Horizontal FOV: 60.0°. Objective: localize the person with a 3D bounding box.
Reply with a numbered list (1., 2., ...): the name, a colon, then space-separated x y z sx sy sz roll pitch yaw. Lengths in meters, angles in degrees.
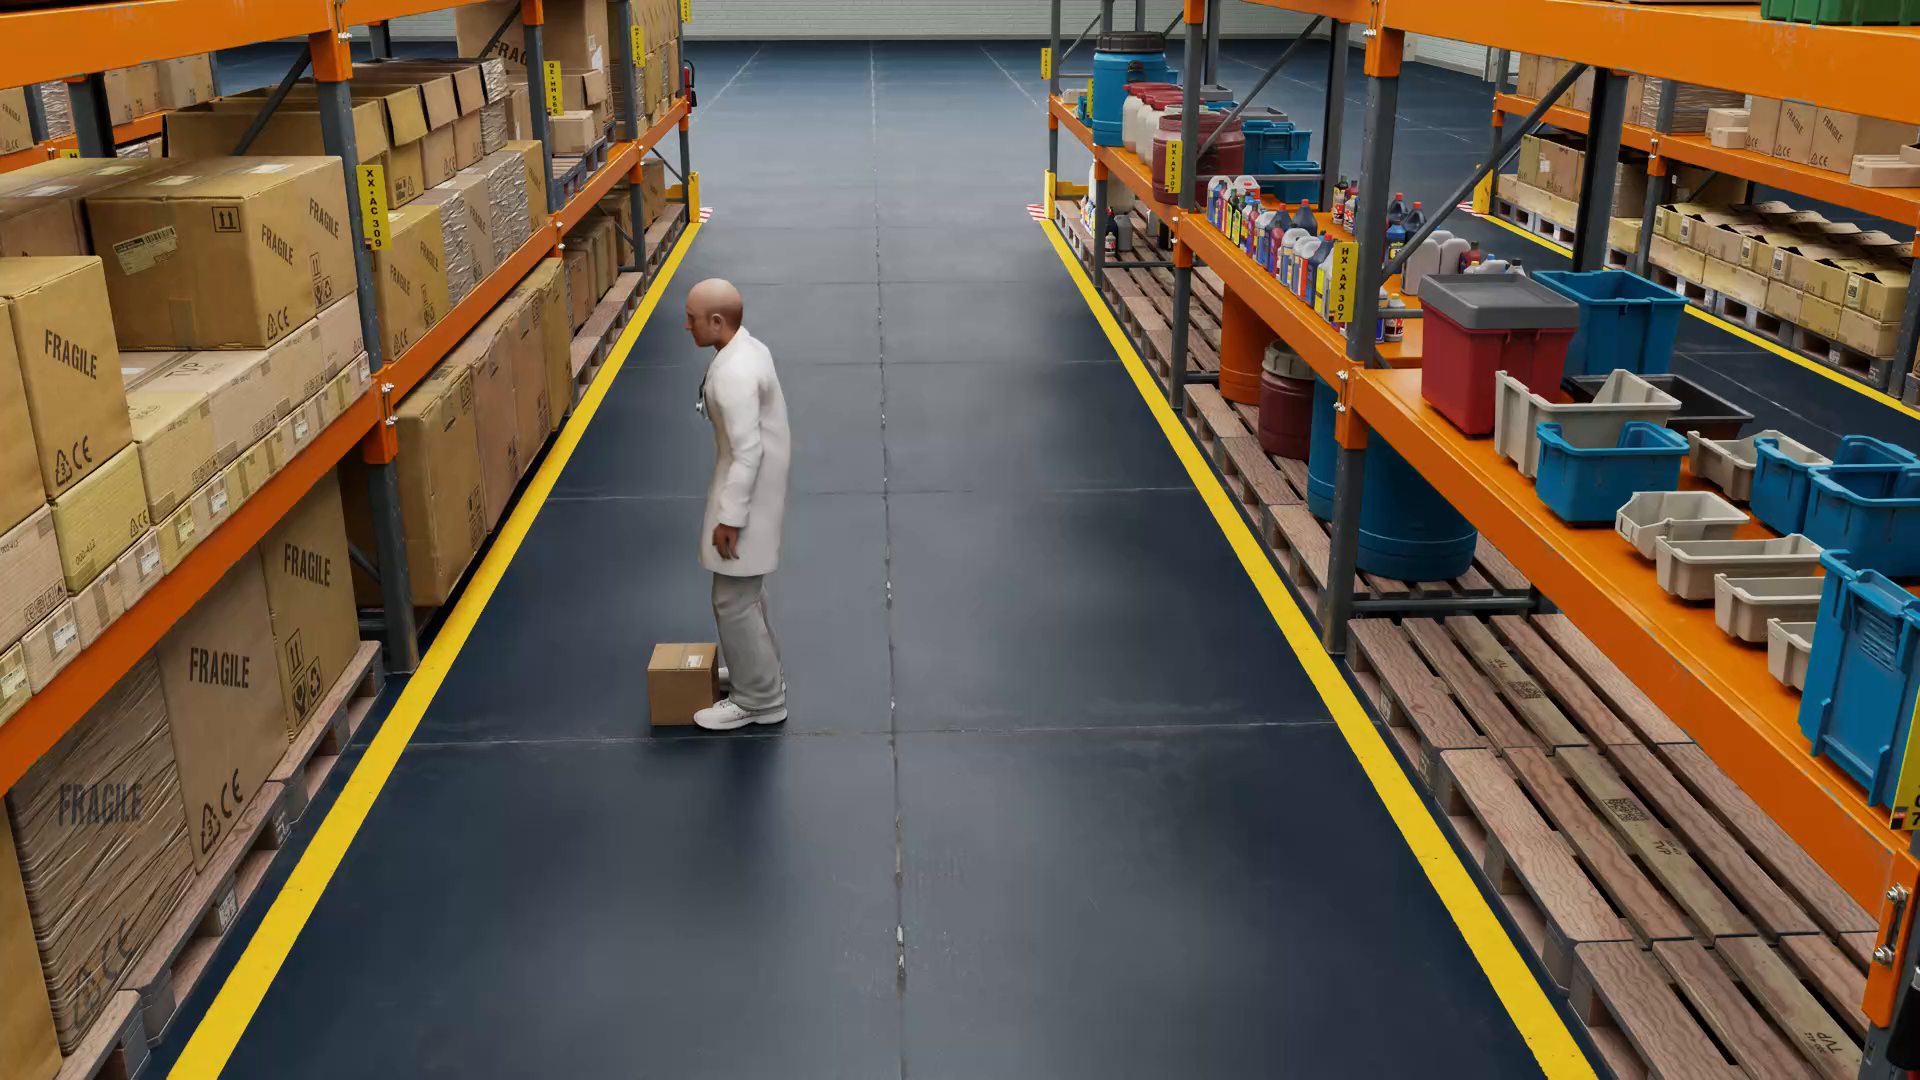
1. person: -0.865 -0.143 6.490 0.427 1.773 0.641 -1 20 -3
